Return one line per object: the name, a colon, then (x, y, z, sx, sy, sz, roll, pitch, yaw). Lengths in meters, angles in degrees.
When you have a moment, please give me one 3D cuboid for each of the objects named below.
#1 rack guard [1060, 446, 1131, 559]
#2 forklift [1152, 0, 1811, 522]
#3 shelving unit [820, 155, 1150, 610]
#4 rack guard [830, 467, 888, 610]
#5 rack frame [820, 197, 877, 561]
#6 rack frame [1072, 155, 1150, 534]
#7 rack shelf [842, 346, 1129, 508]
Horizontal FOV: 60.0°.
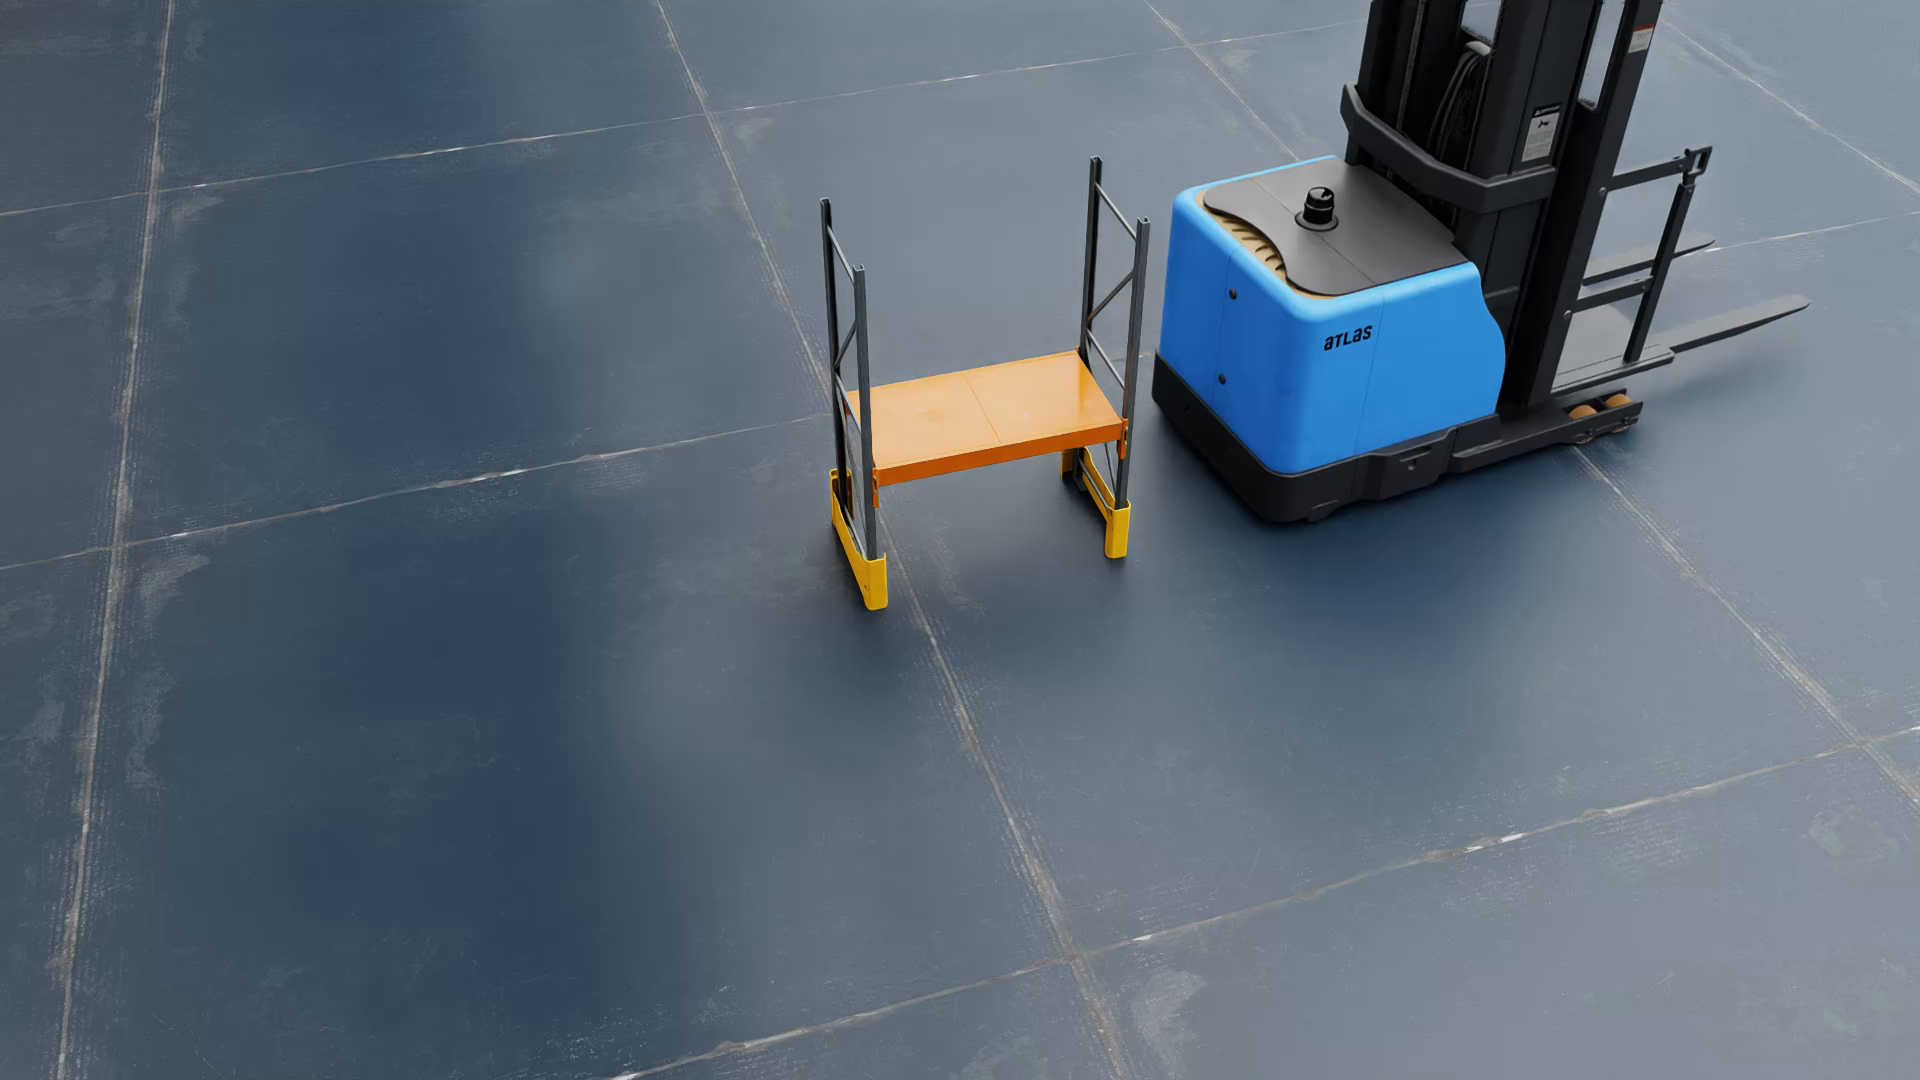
rack guard: (0.548, -0.208, 6.798, 0.087, 0.250, 0.587, -12, 42, -13)
forklift: (2.411, -1.822, 6.608, 3.031, 2.935, 1.130, -17, 44, -18)
shelving unit: (0.073, -0.580, 6.274, 1.083, 1.500, 0.587, -12, 42, -13)
rack guard: (-0.402, -0.011, 6.572, 0.087, 0.250, 0.587, -12, 42, -13)
rack frame: (-0.404, -0.481, 6.161, 0.032, 1.500, 0.500, -12, 42, -13)
rack frame: (0.566, -0.682, 6.391, 0.032, 1.500, 0.500, -12, 42, -13)
rack shelf: (0.081, -0.446, 6.394, 1.000, 0.185, 0.538, -12, 42, -13)
